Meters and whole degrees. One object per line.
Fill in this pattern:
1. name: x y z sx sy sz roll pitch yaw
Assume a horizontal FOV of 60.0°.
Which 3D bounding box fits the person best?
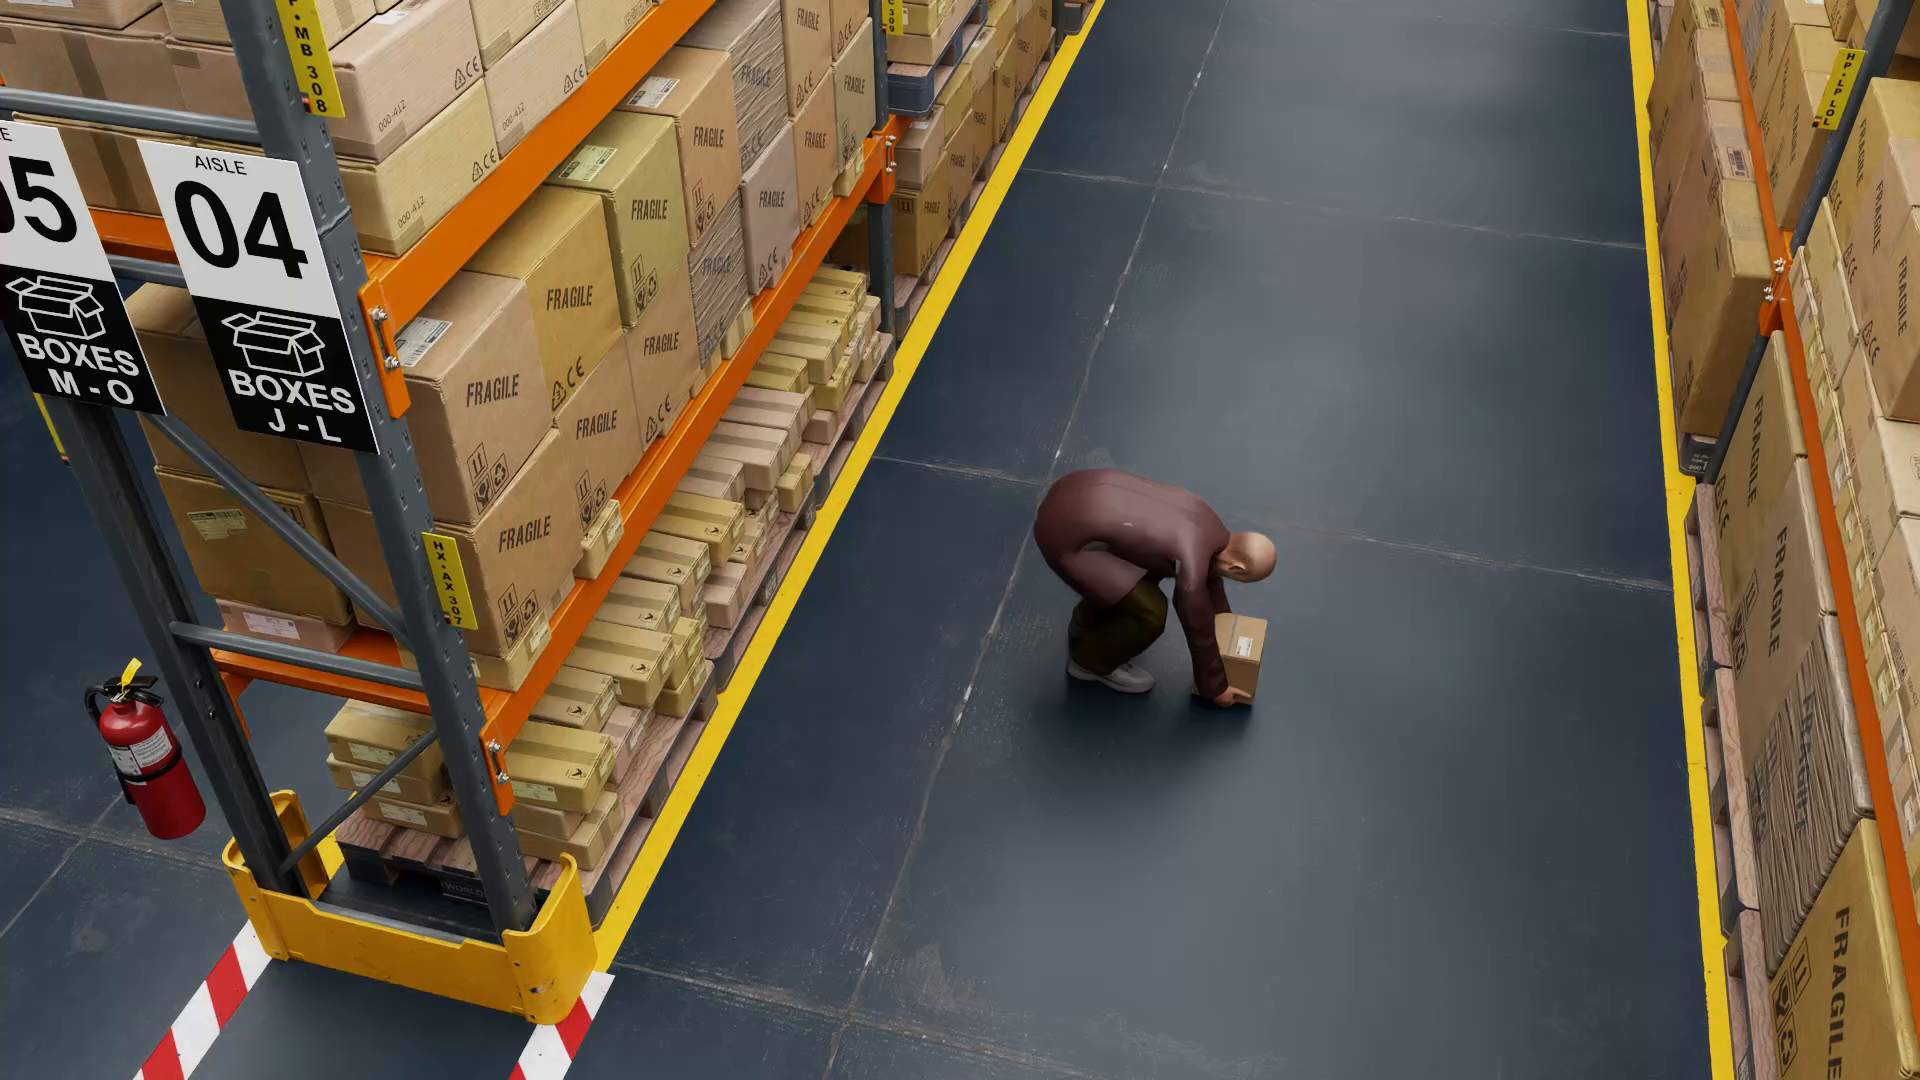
1. person: 0.760 0.162 6.628 0.947 0.943 0.591 8 41 9
